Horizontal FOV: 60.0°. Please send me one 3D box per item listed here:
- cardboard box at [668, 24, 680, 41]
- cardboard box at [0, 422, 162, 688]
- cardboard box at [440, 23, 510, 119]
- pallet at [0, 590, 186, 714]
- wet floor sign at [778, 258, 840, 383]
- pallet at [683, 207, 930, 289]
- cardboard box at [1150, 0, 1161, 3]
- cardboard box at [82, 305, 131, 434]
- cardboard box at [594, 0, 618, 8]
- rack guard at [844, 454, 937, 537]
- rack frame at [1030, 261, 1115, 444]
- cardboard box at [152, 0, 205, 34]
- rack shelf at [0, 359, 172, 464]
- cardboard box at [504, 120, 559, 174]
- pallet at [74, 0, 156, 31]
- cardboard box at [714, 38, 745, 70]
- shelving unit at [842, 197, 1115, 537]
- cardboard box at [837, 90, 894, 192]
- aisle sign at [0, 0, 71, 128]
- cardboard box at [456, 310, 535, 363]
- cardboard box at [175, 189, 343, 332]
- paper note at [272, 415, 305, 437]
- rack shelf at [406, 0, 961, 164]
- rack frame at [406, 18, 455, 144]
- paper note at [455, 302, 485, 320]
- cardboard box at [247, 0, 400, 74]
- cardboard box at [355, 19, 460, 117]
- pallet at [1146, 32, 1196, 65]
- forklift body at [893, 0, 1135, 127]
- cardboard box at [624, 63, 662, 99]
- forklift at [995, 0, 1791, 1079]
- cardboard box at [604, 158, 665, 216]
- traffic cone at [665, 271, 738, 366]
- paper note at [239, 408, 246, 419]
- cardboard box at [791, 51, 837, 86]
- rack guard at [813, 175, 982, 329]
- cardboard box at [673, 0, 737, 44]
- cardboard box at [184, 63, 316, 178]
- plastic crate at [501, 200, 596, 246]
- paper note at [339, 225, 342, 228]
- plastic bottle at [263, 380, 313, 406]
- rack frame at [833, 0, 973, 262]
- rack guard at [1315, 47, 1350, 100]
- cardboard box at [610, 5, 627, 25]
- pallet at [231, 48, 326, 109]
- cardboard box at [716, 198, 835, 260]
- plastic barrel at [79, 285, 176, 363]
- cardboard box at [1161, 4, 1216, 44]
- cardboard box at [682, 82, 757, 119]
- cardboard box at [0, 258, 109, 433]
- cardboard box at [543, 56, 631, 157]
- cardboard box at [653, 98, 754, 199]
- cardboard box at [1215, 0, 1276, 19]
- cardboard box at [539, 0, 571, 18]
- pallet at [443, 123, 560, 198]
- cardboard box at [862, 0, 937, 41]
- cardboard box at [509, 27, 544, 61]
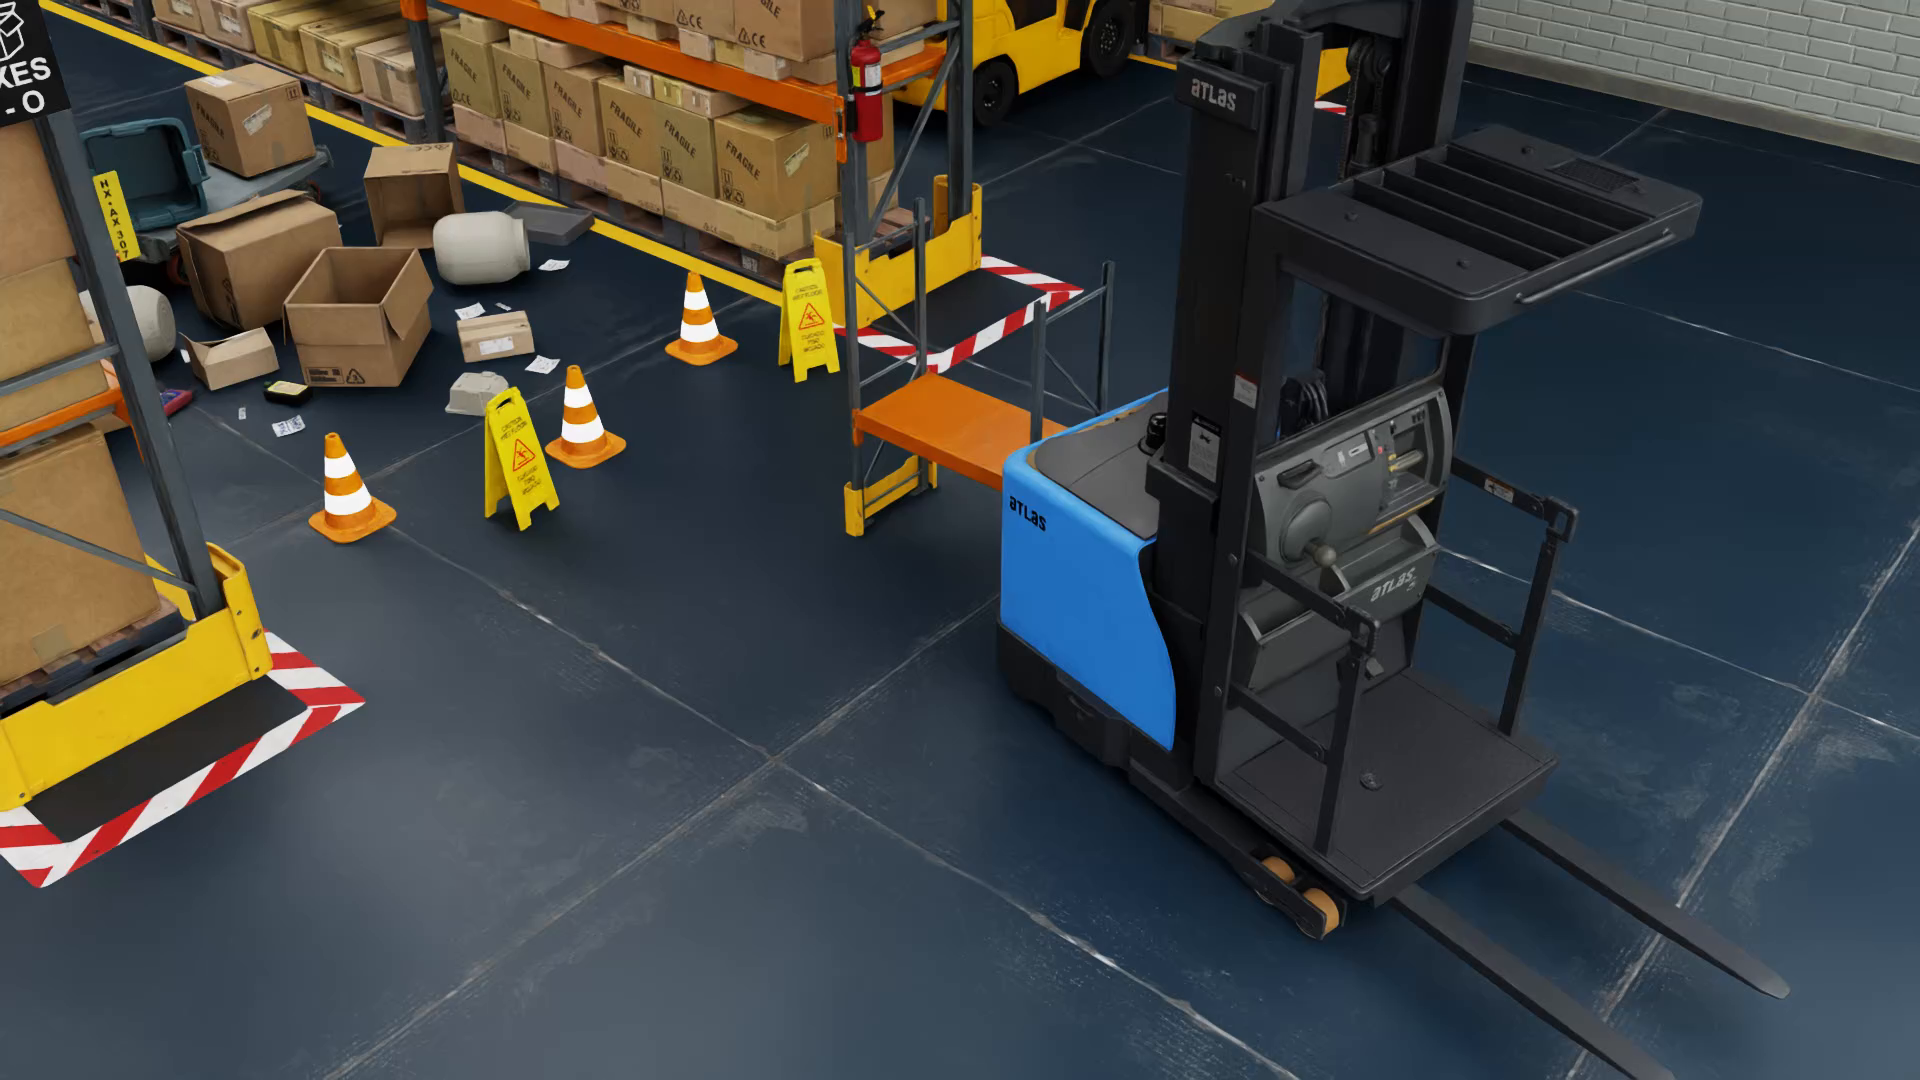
[{"bbox_3d":[-1.488,-3.032,9.737,0.250,0.149,0.380,26,42,32],"label":"cardboard box"},{"bbox_3d":[-3.943,-0.038,6.661,0.875,0.875,0.875,26,42,32],"label":"cardboard box"},{"bbox_3d":[-3.084,-3.180,11.126,0.500,0.500,0.500,27,43,34],"label":"cardboard box"},{"bbox_3d":[-4.044,0.371,7.024,1.213,0.211,1.003,25,42,32],"label":"pallet"},{"bbox_3d":[-0.829,-1.209,8.940,0.267,0.644,0.232,-18,38,-25],"label":"wet floor sign"},{"bbox_3d":[-0.950,-1.901,10.332,1.213,0.211,1.003,25,42,32],"label":"pallet"},{"bbox_3d":[1.520,-4.525,13.305,0.500,0.250,0.500,24,41,31],"label":"cardboard box"},{"bbox_3d":[-4.604,-0.827,8.511,0.500,0.500,0.500,-26,42,-32],"label":"cardboard box"},{"bbox_3d":[-2.025,-3.512,9.863,0.500,0.500,0.500,26,42,32],"label":"cardboard box"},{"bbox_3d":[-0.324,-0.256,7.902,0.087,0.250,0.587,25,42,32],"label":"rack guard"},{"bbox_3d":[0.456,-0.403,7.012,0.032,1.500,0.500,25,42,32],"label":"rack frame"},{"bbox_3d":[-6.011,-4.492,13.592,0.625,0.372,0.950,22,40,29],"label":"cardboard box"},{"bbox_3d":[-4.917,-0.951,7.121,4.000,0.370,1.077,25,42,32],"label":"rack shelf"},{"bbox_3d":[-2.666,-2.682,11.064,0.500,0.250,0.500,28,43,34],"label":"cardboard box"},{"bbox_3d":[-6.996,-4.780,14.524,1.213,0.211,1.003,25,42,32],"label":"pallet"},{"bbox_3d":[-1.164,-2.798,9.397,0.250,0.149,0.380,24,41,31],"label":"cardboard box"},{"bbox_3d":[0.059,-0.591,7.285,1.083,1.500,0.587,25,42,32],"label":"shelving unit"},{"bbox_3d":[-0.752,-2.483,10.112,0.500,0.500,0.500,24,41,30],"label":"cardboard box"},{"bbox_3d":[-3.133,-1.700,5.279,0.004,0.787,0.394,25,42,32],"label":"aisle sign"},{"bbox_3d":[-2.590,-1.134,9.270,0.380,0.149,0.250,-12,36,-17],"label":"cardboard box"},{"bbox_3d":[-3.984,-1.610,9.531,0.503,0.637,0.797,25,42,32],"label":"cardboard box"},{"bbox_3d":[-3.467,-0.590,8.584,0.144,0.017,0.142,-18,38,-25],"label":"paper note"},{"bbox_3d":[-1.827,-3.141,10.310,4.000,0.370,1.077,25,42,32],"label":"rack shelf"},{"bbox_3d":[-3.364,-4.162,11.161,0.127,3.000,1.000,25,42,32],"label":"rack frame"},{"bbox_3d":[-2.847,-1.334,9.676,0.148,0.019,0.142,-18,38,-25],"label":"paper note"},{"bbox_3d":[-4.859,-3.951,12.804,0.625,0.372,0.950,27,43,33],"label":"cardboard box"},{"bbox_3d":[-3.769,-3.441,12.061,0.625,0.372,0.950,26,42,32],"label":"cardboard box"},{"bbox_3d":[2.268,-3.984,13.364,1.213,0.211,1.003,25,42,32],"label":"pallet"},{"bbox_3d":[0.258,-4.418,12.283,1.214,2.155,2.313,25,42,32],"label":"forklift body"},{"bbox_3d":[-1.791,-2.799,9.998,0.250,0.149,0.380,27,43,34],"label":"cardboard box"},{"bbox_3d":[1.448,-0.155,5.387,1.130,2.935,3.031,-24,41,-30],"label":"forklift"},{"bbox_3d":[-1.882,-2.307,10.518,0.500,0.250,0.500,24,41,30],"label":"cardboard box"},{"bbox_3d":[-1.446,-1.262,9.179,0.334,0.463,0.336,25,42,32],"label":"traffic cone"},{"bbox_3d":[-3.758,-0.663,8.706,0.032,0.001,0.123,-12,36,-17],"label":"paper note"},{"bbox_3d":[-0.715,-2.652,9.185,0.250,0.149,0.380,27,43,33],"label":"cardboard box"},{"bbox_3d":[-0.349,-1.711,9.799,0.348,0.500,1.175,25,42,32],"label":"rack guard"},{"bbox_3d":[-1.266,-3.138,9.318,0.500,0.500,0.500,25,42,32],"label":"cardboard box"},{"bbox_3d":[-4.480,-2.659,10.511,0.500,0.500,0.500,25,42,32],"label":"cardboard box"},{"bbox_3d":[-2.683,-2.034,10.640,0.583,0.080,0.402,12,36,16],"label":"plastic crate"},{"bbox_3d":[-4.049,-2.004,10.642,0.142,0.019,0.148,25,42,32],"label":"paper note"},{"bbox_3d":[-3.598,-0.786,8.841,0.283,0.061,0.133,12,36,16],"label":"plastic bottle"},{"bbox_3d":[-0.290,-2.714,9.052,0.127,3.000,1.000,25,42,32],"label":"rack frame"},{"bbox_3d":[2.901,-3.835,12.893,0.348,0.500,1.175,25,42,32],"label":"rack guard"},{"bbox_3d":[-1.877,-3.215,10.003,0.250,0.149,0.380,25,42,32],"label":"cardboard box"},{"bbox_3d":[-4.906,-3.736,13.004,1.213,0.211,1.003,25,42,32],"label":"pallet"},{"bbox_3d":[-1.102,-1.938,9.980,0.500,0.250,0.500,25,42,32],"label":"cardboard box"},{"bbox_3d":[-4.601,-1.167,9.075,0.512,0.421,0.421,-6,35,-8],"label":"plastic barrel"},{"bbox_3d":[1.943,-4.131,13.174,0.500,0.250,0.500,25,42,32],"label":"cardboard box"},{"bbox_3d":[-1.398,-2.610,9.724,0.250,0.149,0.380,27,43,33],"label":"cardboard box"},{"bbox_3d":[-3.694,-0.700,5.987,0.550,0.550,0.875,25,42,32],"label":"cardboard box"},{"bbox_3d":[-2.267,-2.803,10.577,0.500,0.500,0.500,28,43,34],"label":"cardboard box"},{"bbox_3d":[-1.476,-2.427,10.029,0.500,0.500,0.500,27,43,33],"label":"cardboard box"},{"bbox_3d":[2.309,-4.161,12.775,0.500,0.250,0.500,25,41,31],"label":"cardboard box"},{"bbox_3d":[-2.350,-3.338,10.183,0.250,0.149,0.380,25,42,32],"label":"cardboard box"},{"bbox_3d":[-2.826,-2.785,11.619,1.213,0.211,1.003,25,42,32],"label":"pallet"},{"bbox_3d":[-0.477,-3.170,9.365,0.500,0.500,0.500,25,41,31],"label":"cardboard box"},{"bbox_3d":[-2.630,-3.191,10.569,0.250,0.149,0.380,27,43,33],"label":"cardboard box"}]
